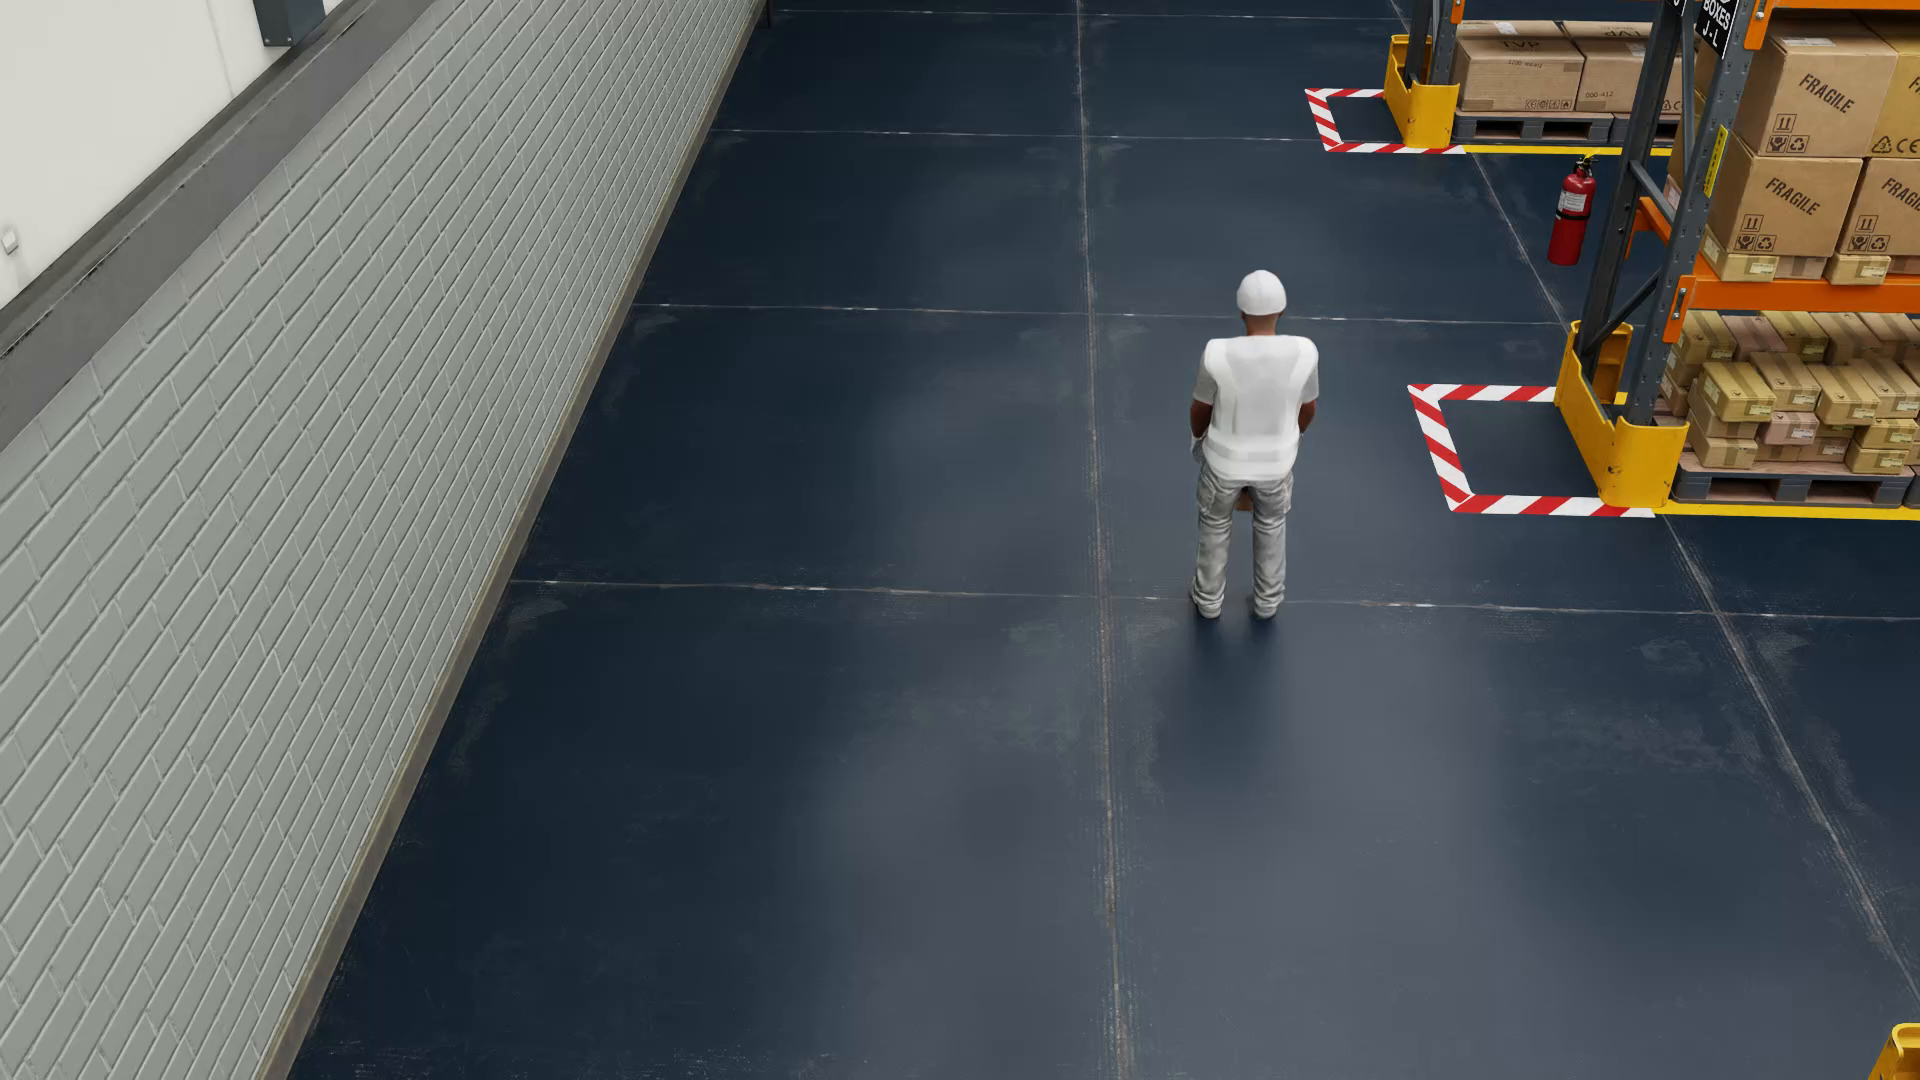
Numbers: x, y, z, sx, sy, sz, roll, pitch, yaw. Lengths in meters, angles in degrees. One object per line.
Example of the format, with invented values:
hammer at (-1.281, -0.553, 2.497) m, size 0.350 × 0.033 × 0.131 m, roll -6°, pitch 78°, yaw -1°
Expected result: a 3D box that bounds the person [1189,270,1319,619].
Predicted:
person at (1.326, -0.401, 7.666) m, size 0.572 × 1.782 × 0.408 m, roll 1°, pitch 35°, yaw 1°
